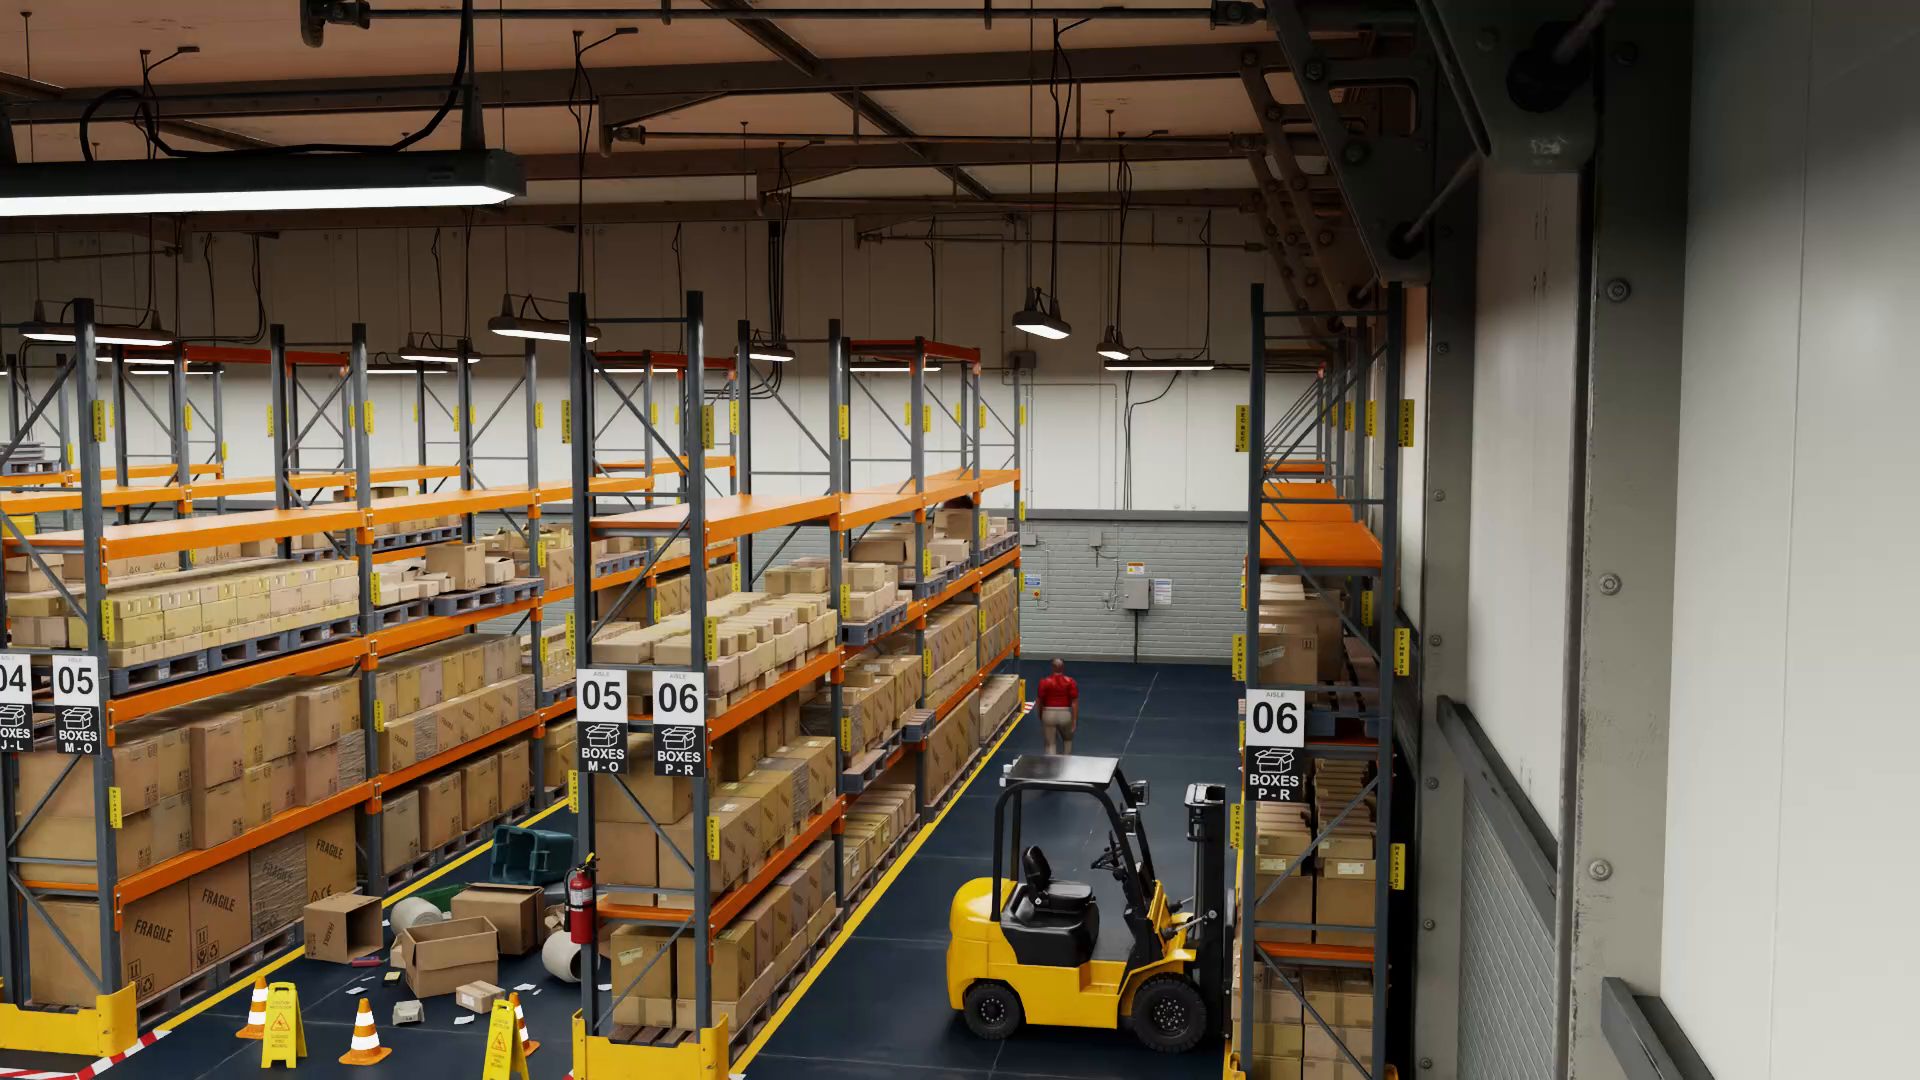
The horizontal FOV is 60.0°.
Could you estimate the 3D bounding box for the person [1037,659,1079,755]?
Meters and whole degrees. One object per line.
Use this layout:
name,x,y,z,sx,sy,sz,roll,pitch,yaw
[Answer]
person,1.337,2.483,22.774,0.575,1.756,0.679,0,5,6
